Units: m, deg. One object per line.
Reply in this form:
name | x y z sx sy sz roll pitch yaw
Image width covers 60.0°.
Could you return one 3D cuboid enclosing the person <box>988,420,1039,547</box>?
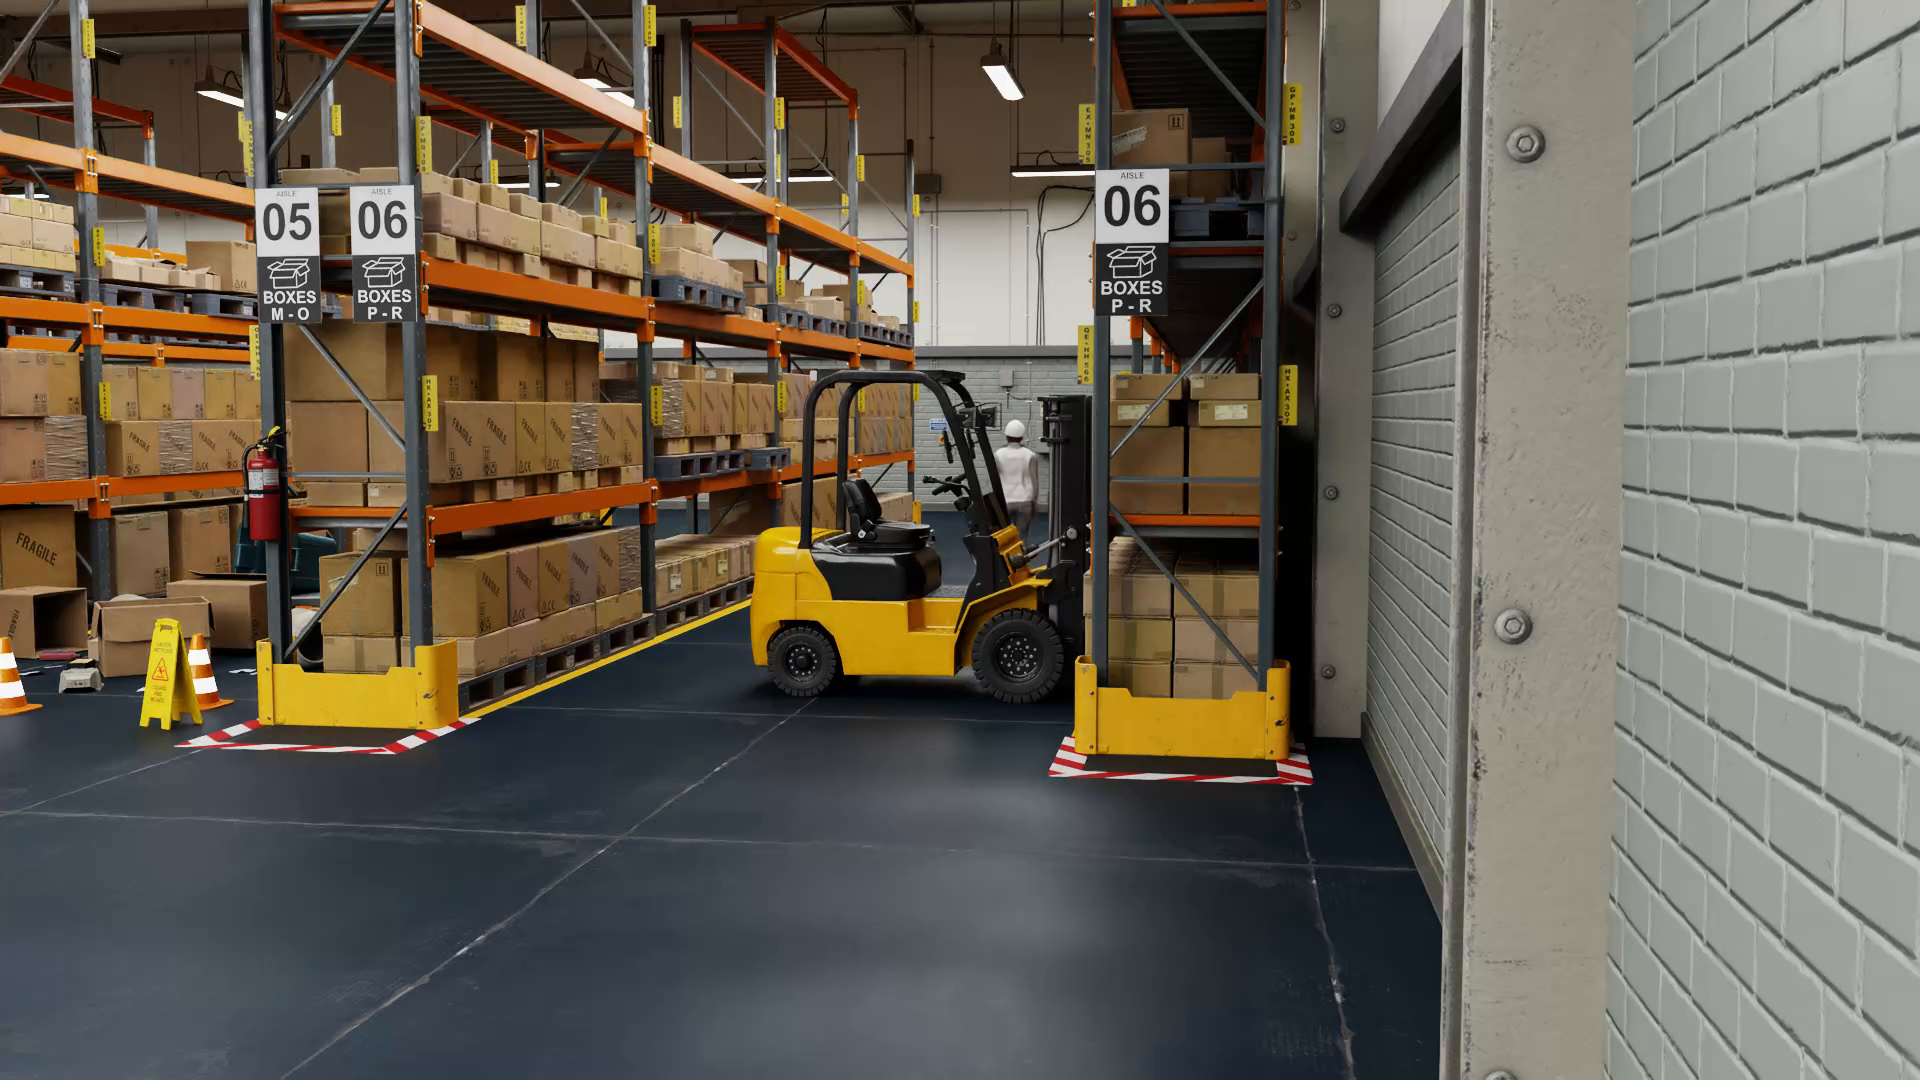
person | 0.568 -0.389 17.805 0.546 1.789 0.459 0 4 1
